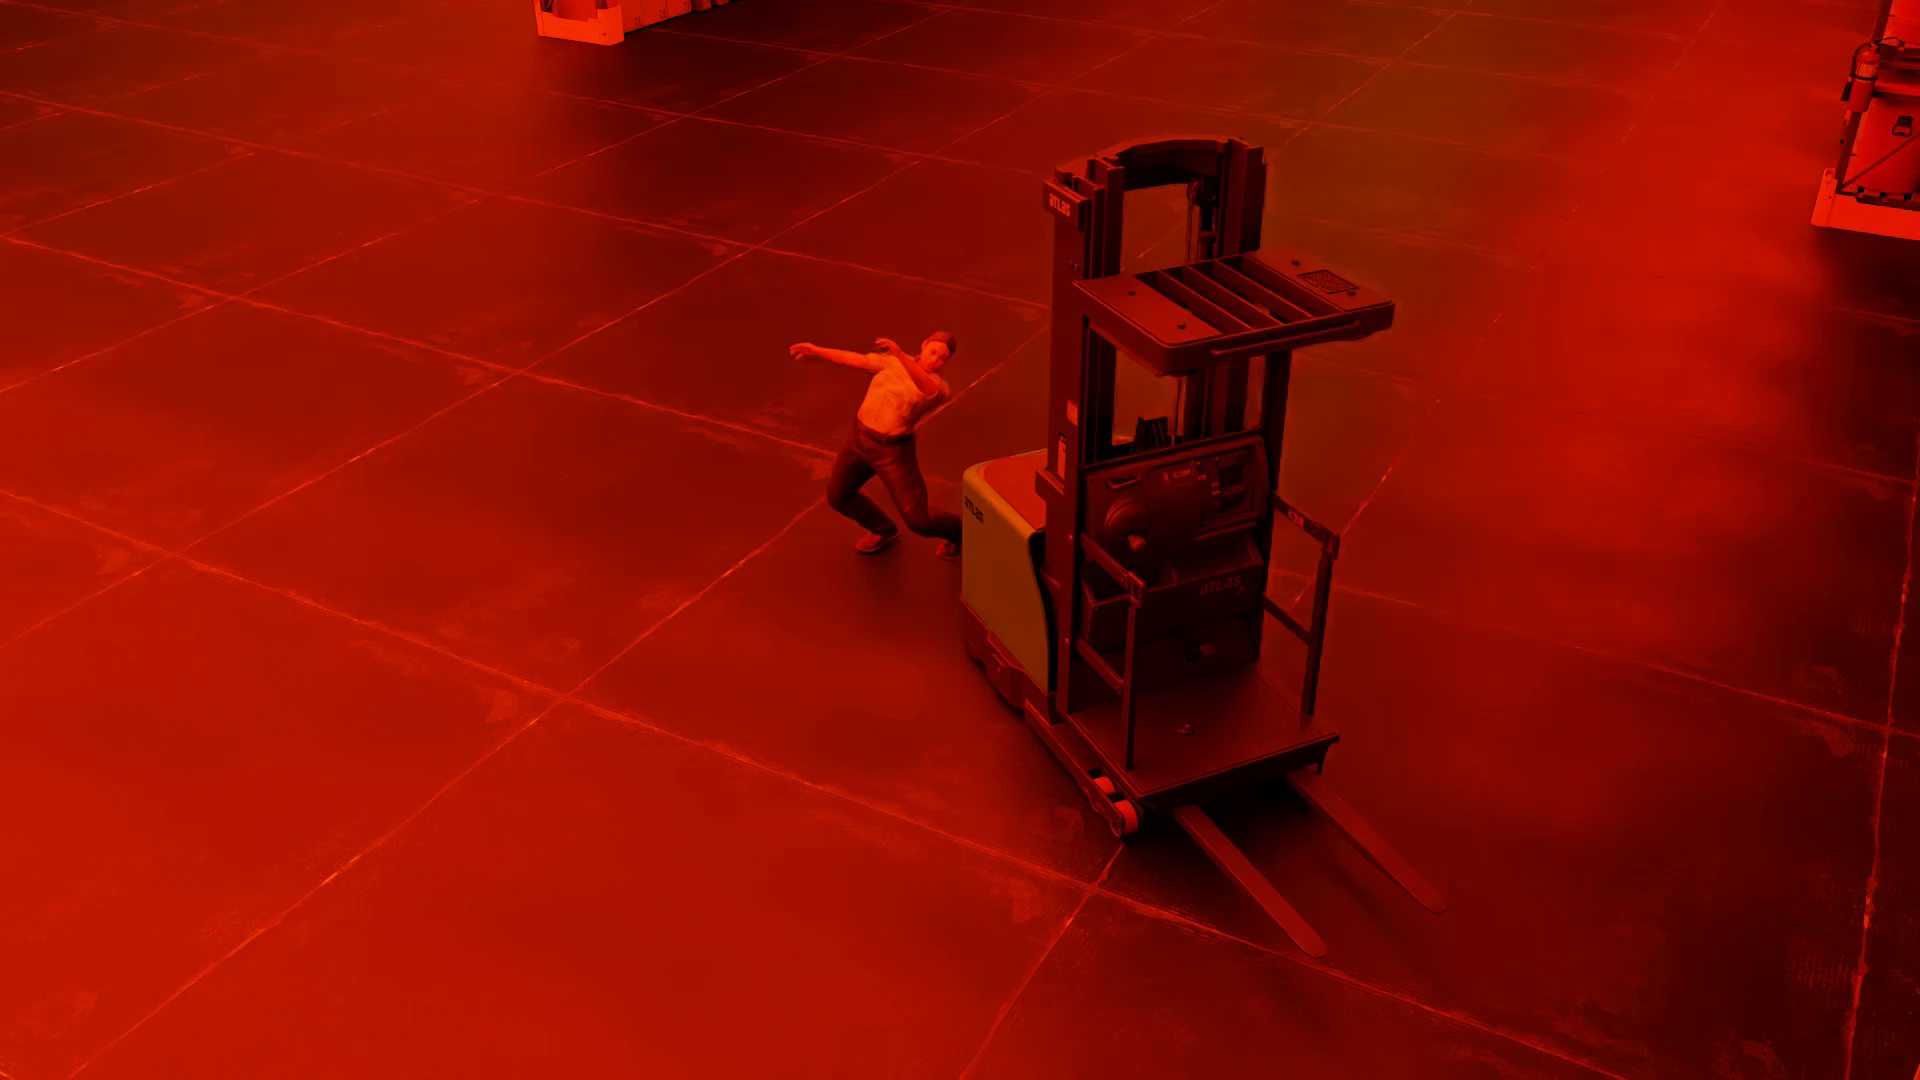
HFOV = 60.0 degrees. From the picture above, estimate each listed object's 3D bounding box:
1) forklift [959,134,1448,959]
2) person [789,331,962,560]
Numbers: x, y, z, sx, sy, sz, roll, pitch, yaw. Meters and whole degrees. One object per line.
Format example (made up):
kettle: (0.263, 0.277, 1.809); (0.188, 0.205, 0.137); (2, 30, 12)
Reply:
forklift: (1.080, -0.157, 7.342); (1.130, 2.935, 3.031); (-13, 33, -22)
person: (-0.457, -0.609, 9.522); (1.019, 1.515, 0.646); (21, 36, 31)
